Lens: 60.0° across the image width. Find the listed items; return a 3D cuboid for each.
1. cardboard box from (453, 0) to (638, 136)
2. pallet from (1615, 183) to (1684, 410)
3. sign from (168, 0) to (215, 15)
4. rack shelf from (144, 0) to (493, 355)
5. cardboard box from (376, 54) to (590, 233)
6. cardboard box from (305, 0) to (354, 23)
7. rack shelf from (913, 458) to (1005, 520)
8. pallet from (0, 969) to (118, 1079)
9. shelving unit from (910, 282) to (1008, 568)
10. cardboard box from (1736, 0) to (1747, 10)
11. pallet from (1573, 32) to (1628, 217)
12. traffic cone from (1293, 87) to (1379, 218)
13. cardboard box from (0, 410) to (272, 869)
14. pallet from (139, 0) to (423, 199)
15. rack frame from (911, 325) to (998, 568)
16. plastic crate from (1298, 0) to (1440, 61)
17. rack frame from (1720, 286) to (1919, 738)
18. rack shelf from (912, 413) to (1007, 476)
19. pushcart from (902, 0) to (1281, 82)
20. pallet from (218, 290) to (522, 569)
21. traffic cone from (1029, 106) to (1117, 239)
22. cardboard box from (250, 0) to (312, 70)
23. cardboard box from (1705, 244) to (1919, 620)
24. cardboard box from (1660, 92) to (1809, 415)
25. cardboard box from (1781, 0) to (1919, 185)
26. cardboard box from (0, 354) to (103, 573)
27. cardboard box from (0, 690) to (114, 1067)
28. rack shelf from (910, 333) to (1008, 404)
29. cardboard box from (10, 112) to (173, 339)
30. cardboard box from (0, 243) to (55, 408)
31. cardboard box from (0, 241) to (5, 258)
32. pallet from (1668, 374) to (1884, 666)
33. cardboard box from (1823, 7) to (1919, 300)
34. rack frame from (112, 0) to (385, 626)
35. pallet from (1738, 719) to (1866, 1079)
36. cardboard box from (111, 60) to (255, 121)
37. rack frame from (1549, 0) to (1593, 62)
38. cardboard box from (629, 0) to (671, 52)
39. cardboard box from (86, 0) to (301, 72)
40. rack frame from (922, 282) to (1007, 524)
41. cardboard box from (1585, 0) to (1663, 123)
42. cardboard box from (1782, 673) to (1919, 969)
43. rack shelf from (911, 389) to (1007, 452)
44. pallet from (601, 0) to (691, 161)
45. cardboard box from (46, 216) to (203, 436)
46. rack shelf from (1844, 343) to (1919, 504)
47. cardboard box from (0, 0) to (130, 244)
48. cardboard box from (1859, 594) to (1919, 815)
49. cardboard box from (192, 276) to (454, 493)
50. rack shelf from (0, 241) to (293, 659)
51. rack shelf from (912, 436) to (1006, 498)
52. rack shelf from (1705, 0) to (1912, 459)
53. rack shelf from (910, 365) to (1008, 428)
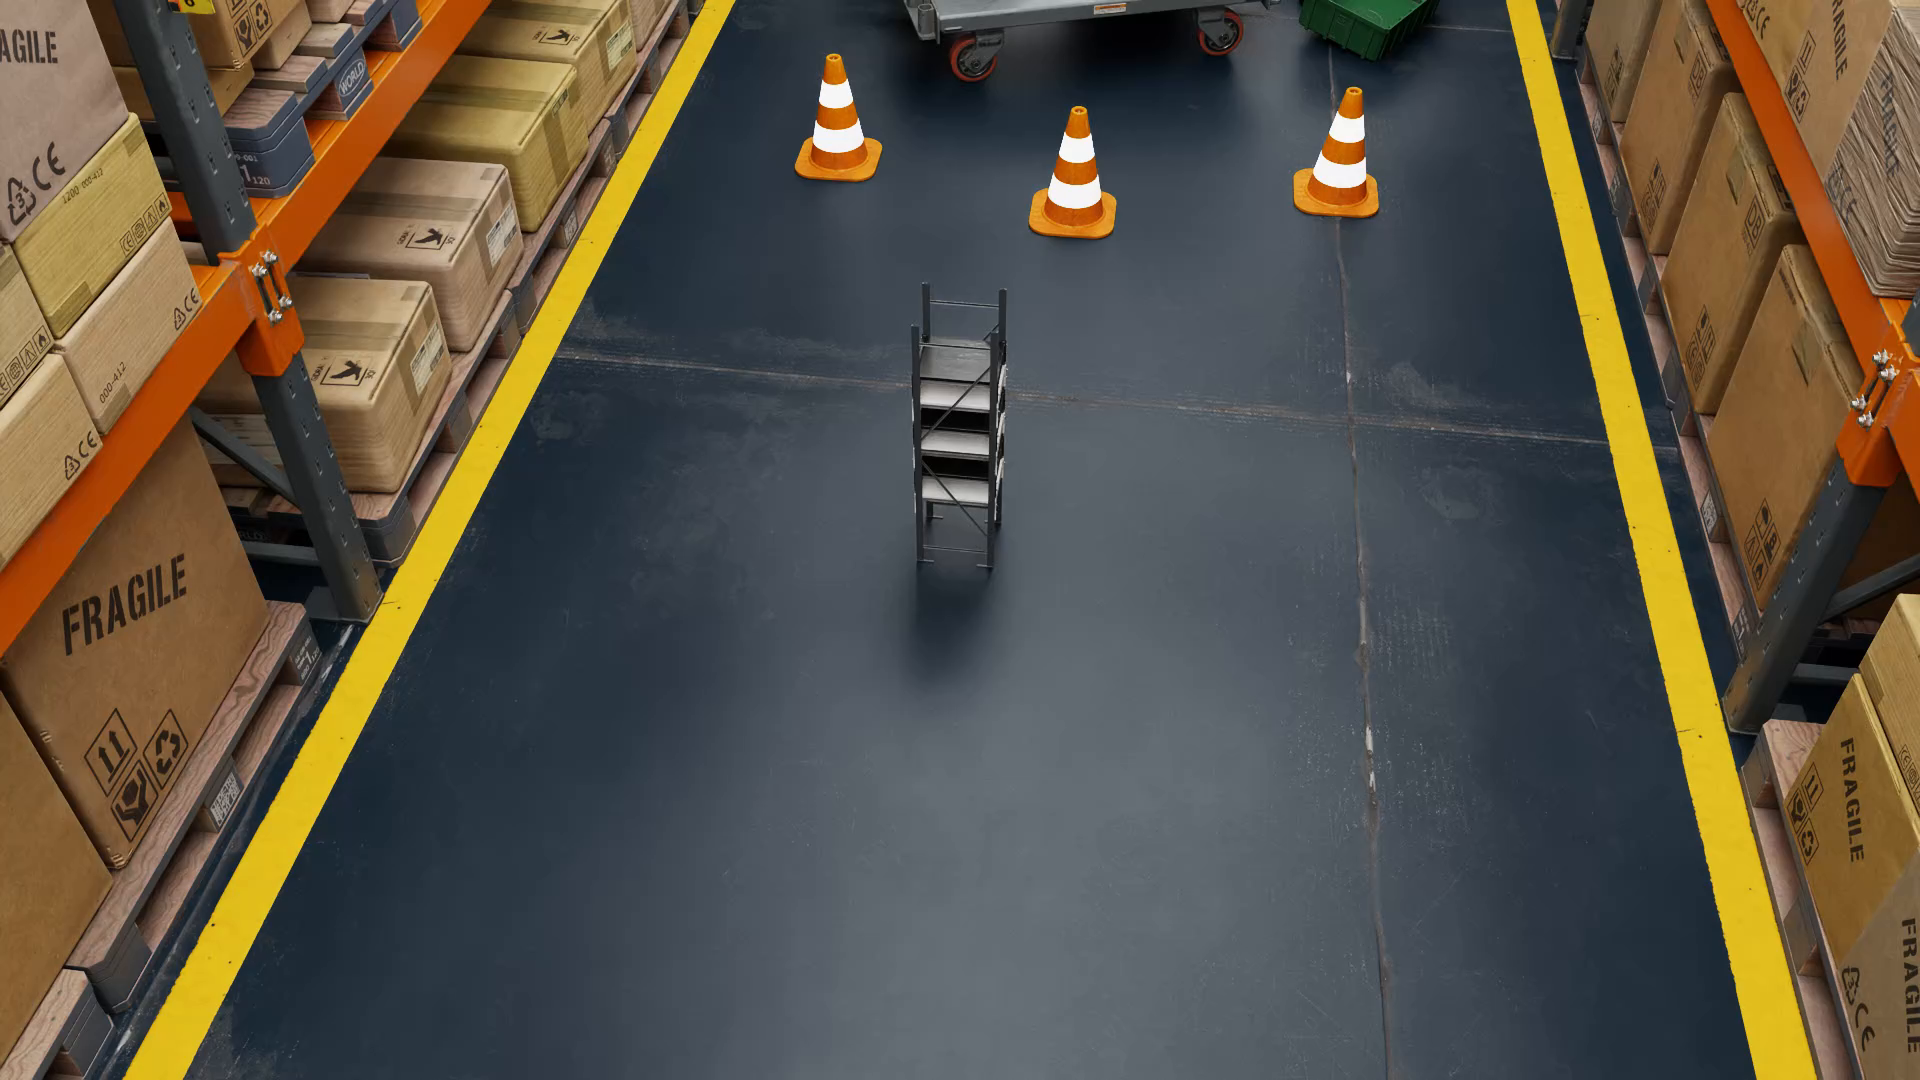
[{"bbox_3d":[-1.886,-1.996,6.782,0.950,0.372,0.625,8,44,8],"label":"cardboard box"},{"bbox_3d":[3.006,-0.886,6.032,1.003,0.211,1.213,5,44,6],"label":"pallet"},{"bbox_3d":[-1.706,-1.292,3.591,0.100,0.325,0.005,5,44,6],"label":"sign"},{"bbox_3d":[-1.992,-2.022,5.727,1.077,0.370,4.000,5,44,6],"label":"rack shelf"},{"bbox_3d":[-1.976,-1.522,6.282,0.950,0.372,0.625,7,44,7],"label":"cardboard box"},{"bbox_3d":[-1.877,-1.558,4.591,0.380,0.149,0.250,3,44,3],"label":"cardboard box"},{"bbox_3d":[-0.001,-0.166,5.081,0.258,0.077,0.200,5,44,6],"label":"rack shelf"},{"bbox_3d":[-2.599,1.452,3.563,1.003,0.211,1.213,5,44,6],"label":"pallet"},{"bbox_3d":[-0.001,-0.321,4.935,0.258,0.900,0.210,5,44,6],"label":"shelving unit"},{"bbox_3d":[2.654,-1.937,5.041,0.500,0.500,0.500,6,44,6],"label":"cardboard box"},{"bbox_3d":[3.165,-1.720,6.913,1.003,0.211,1.213,5,44,6],"label":"pallet"},{"bbox_3d":[1.518,-1.567,6.568,0.336,0.463,0.334,5,44,6],"label":"traffic cone"},{"bbox_3d":[-2.430,0.162,4.137,0.875,0.875,0.875,5,44,5],"label":"cardboard box"},{"bbox_3d":[-2.268,-1.346,4.629,1.213,0.211,1.003,5,44,6],"label":"pallet"},{"bbox_3d":[-0.015,-0.252,4.862,0.240,0.900,0.006,5,44,6],"label":"rack frame"},{"bbox_3d":[1.917,-2.502,7.714,0.450,0.188,0.662,35,53,18],"label":"plastic crate"},{"bbox_3d":[2.663,-0.539,3.637,1.000,3.000,0.127,5,44,6],"label":"rack frame"},{"bbox_3d":[-0.001,-0.297,4.958,0.258,0.077,0.200,5,44,6],"label":"rack shelf"},{"bbox_3d":[0.539,-2.521,7.638,1.648,0.377,0.936,-9,44,-9],"label":"pushcart"},{"bbox_3d":[-2.152,-0.440,5.561,1.003,0.211,1.213,5,44,6],"label":"pallet"},{"bbox_3d":[0.449,-1.464,6.459,0.336,0.463,0.334,5,44,6],"label":"traffic cone"},{"bbox_3d":[-1.959,-1.375,4.398,0.380,0.149,0.250,3,44,3],"label":"cardboard box"},{"bbox_3d":[2.833,-0.281,4.696,1.050,0.750,0.750,5,44,5],"label":"cardboard box"},{"bbox_3d":[2.945,-0.877,5.326,1.050,0.750,0.750,6,44,6],"label":"cardboard box"},{"bbox_3d":[2.524,-1.246,4.312,0.500,0.500,0.500,5,44,6],"label":"cardboard box"},{"bbox_3d":[-2.118,-0.148,3.333,0.500,0.250,0.500,6,44,6],"label":"cardboard box"},{"bbox_3d":[-2.552,0.770,3.495,0.875,0.875,0.875,6,44,6],"label":"cardboard box"},{"bbox_3d":[-0.001,-0.493,4.772,0.258,0.077,0.200,5,44,6],"label":"rack shelf"},{"bbox_3d":[-2.069,-0.694,3.546,0.500,0.250,0.500,5,44,5],"label":"cardboard box"},{"bbox_3d":[-2.133,-0.344,3.177,0.500,0.250,0.500,4,44,4],"label":"cardboard box"},{"bbox_3d":[-2.125,-0.593,2.894,0.500,0.500,0.500,6,44,6],"label":"cardboard box"},{"bbox_3d":[2.842,-0.057,5.156,1.003,0.211,1.213,5,44,6],"label":"pallet"},{"bbox_3d":[2.457,-0.906,3.953,0.500,0.500,0.500,5,44,6],"label":"cardboard box"},{"bbox_3d":[-2.256,-0.920,4.040,1.000,3.000,0.127,5,44,6],"label":"rack frame"},{"bbox_3d":[2.559,1.006,4.034,1.003,0.211,1.213,5,44,6],"label":"pallet"},{"bbox_3d":[-2.029,-1.186,4.198,0.380,0.149,0.250,3,44,3],"label":"cardboard box"},{"bbox_3d":[3.192,-3.265,6.516,1.000,3.000,0.127,5,44,6],"label":"rack frame"},{"bbox_3d":[-1.795,-2.487,7.300,0.950,0.372,0.625,6,44,6],"label":"cardboard box"},{"bbox_3d":[-1.968,-1.502,4.060,0.500,0.500,0.500,4,44,4],"label":"cardboard box"},{"bbox_3d":[0.012,-0.391,5.008,0.240,0.900,0.006,5,44,6],"label":"rack frame"},{"bbox_3d":[3.199,-2.169,6.690,1.050,0.750,0.750,5,44,5],"label":"cardboard box"},{"bbox_3d":[2.317,0.675,3.868,0.500,0.500,0.500,4,44,4],"label":"cardboard box"},{"bbox_3d":[-0.001,-0.362,4.896,0.258,0.077,0.200,5,44,6],"label":"rack shelf"},{"bbox_3d":[-1.829,-2.103,7.317,1.003,0.211,1.213,5,44,6],"label":"pallet"},{"bbox_3d":[-2.066,-0.497,3.702,0.500,0.250,0.500,4,44,4],"label":"cardboard box"},{"bbox_3d":[2.399,1.085,2.445,1.077,0.370,4.000,5,44,6],"label":"rack shelf"},{"bbox_3d":[-2.066,-0.943,3.264,0.500,0.500,0.500,4,44,4],"label":"cardboard box"},{"bbox_3d":[2.332,0.392,3.622,0.500,0.250,0.500,3,44,4],"label":"cardboard box"},{"bbox_3d":[-2.172,-0.502,5.205,0.950,0.372,0.625,3,43,3],"label":"cardboard box"},{"bbox_3d":[-2.521,0.704,2.848,1.077,0.370,4.000,5,44,6],"label":"rack shelf"},{"bbox_3d":[-0.001,-0.232,5.020,0.258,0.077,0.200,5,44,6],"label":"rack shelf"},{"bbox_3d":[2.928,-1.641,5.324,1.077,0.370,4.000,5,44,6],"label":"rack shelf"},{"bbox_3d":[-0.001,-0.428,4.834,0.258,0.077,0.200,5,44,6],"label":"rack shelf"}]
